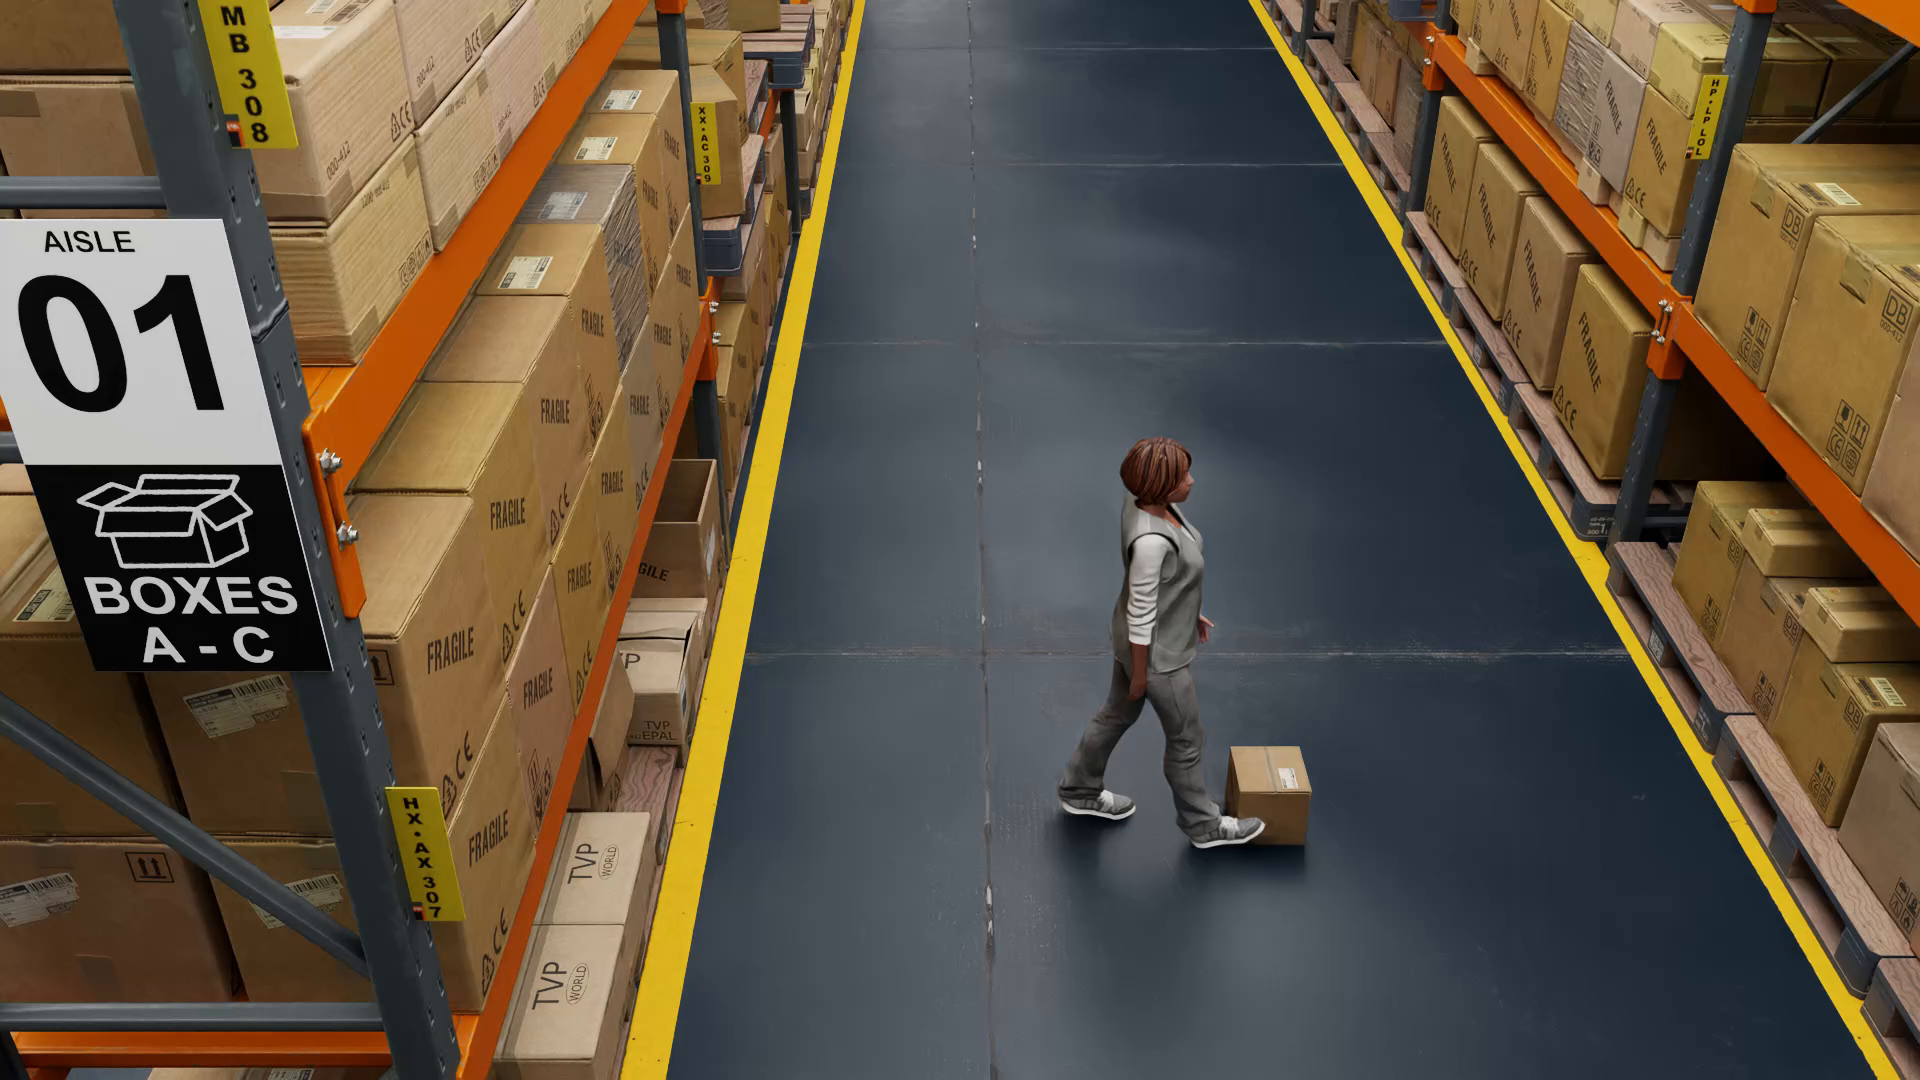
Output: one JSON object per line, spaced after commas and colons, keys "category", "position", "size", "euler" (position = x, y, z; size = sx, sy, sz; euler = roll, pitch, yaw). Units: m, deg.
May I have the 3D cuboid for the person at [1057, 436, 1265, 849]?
{"category": "person", "position": [0.711, 0.349, 5.592], "size": [0.722, 1.579, 0.416], "euler": [0, 32, 0]}
